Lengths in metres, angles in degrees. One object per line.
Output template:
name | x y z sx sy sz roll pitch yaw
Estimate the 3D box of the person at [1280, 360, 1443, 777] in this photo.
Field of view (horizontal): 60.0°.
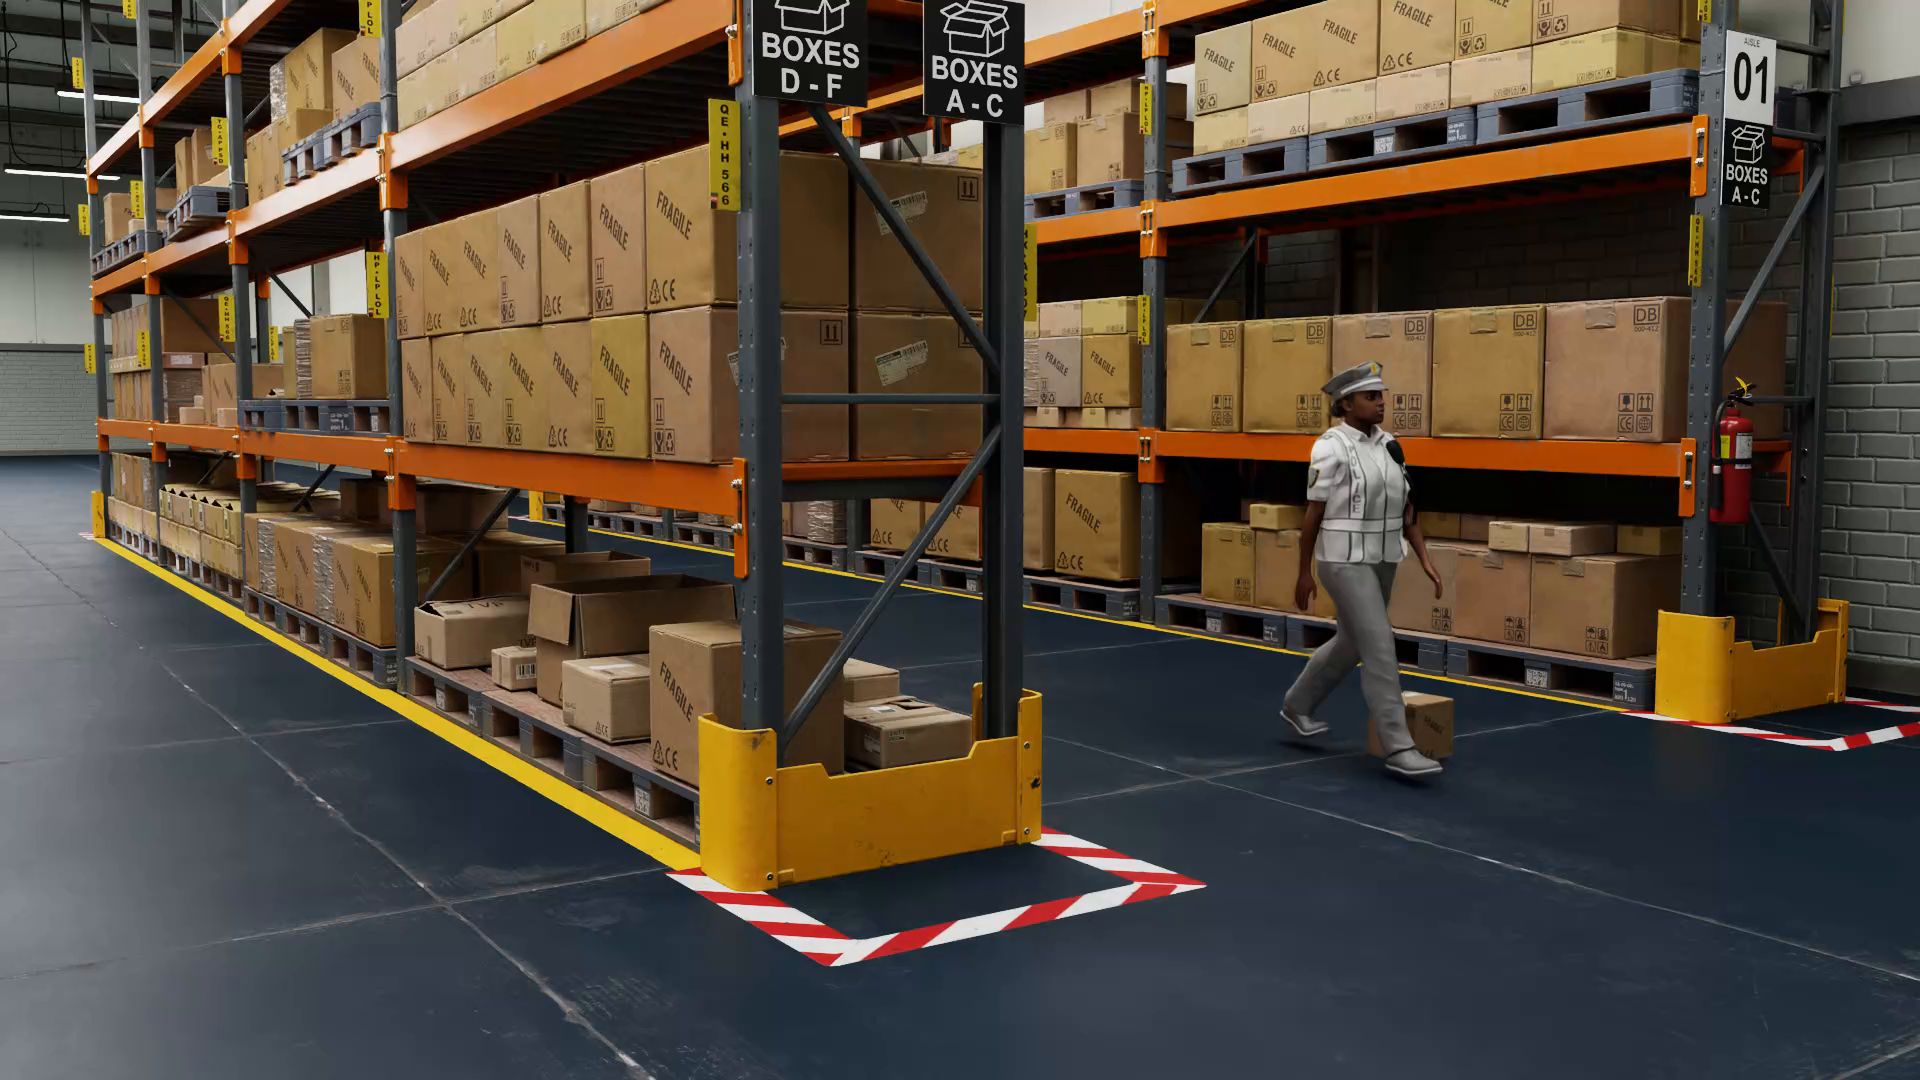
person | 1.678 0.085 6.843 0.480 1.640 0.992 -3 6 -35
